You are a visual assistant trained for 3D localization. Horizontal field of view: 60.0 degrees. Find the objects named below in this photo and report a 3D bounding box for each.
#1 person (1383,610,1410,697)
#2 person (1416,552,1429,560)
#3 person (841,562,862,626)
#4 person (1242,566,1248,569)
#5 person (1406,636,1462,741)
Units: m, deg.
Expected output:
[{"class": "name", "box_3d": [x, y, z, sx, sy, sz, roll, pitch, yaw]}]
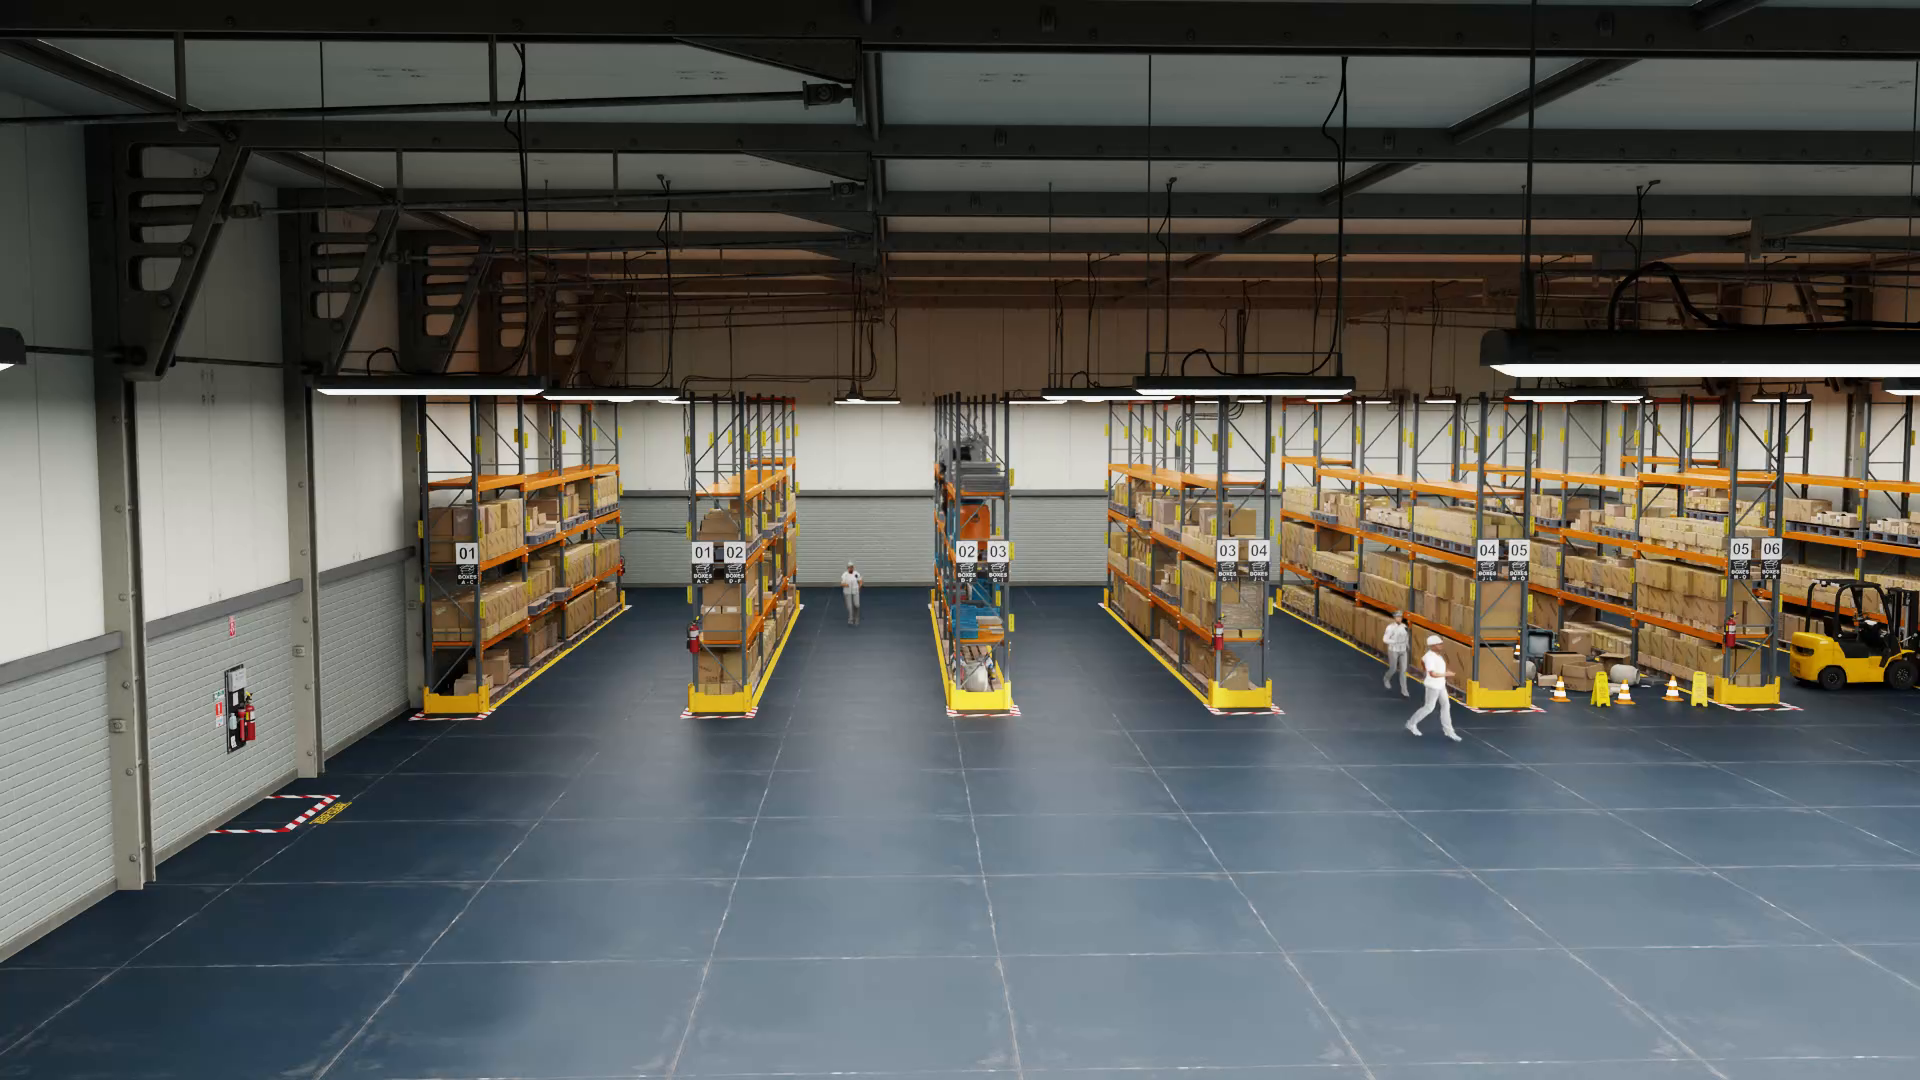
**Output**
[{"class": "person", "box_3d": [8.675, 2.208, 32.921, 0.617, 1.667, 0.957, -1, 5, -10]}, {"class": "person", "box_3d": [13.569, 0.886, 49.321, 0.933, 1.824, 0.713, 0, 5, -1]}, {"class": "person", "box_3d": [-2.831, 1.424, 43.509, 0.580, 1.680, 0.685, -1, 5, -7]}, {"class": "person", "box_3d": [7.948, 1.118, 47.675, 0.620, 1.571, 0.645, 3, 5, 32]}, {"class": "person", "box_3d": [8.133, 2.533, 28.522, 0.928, 1.796, 0.689, 3, 5, 30]}]
